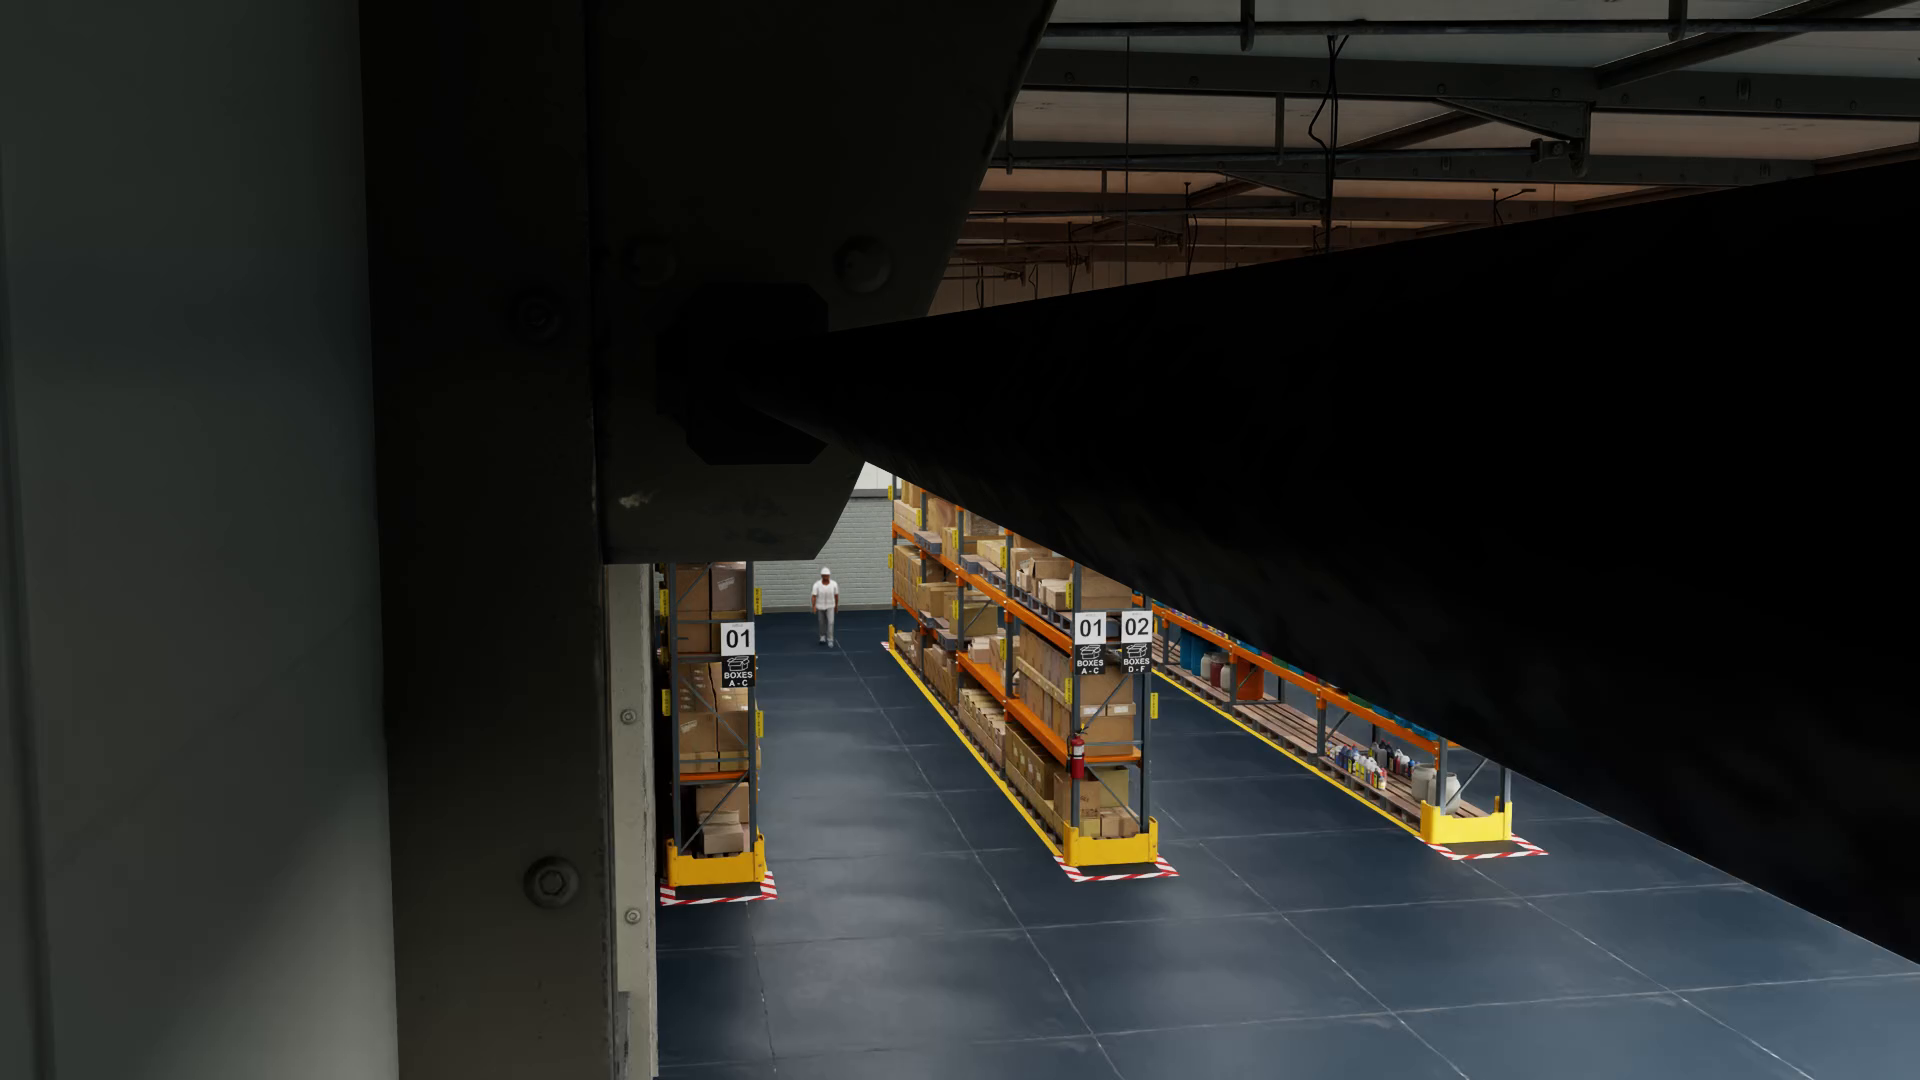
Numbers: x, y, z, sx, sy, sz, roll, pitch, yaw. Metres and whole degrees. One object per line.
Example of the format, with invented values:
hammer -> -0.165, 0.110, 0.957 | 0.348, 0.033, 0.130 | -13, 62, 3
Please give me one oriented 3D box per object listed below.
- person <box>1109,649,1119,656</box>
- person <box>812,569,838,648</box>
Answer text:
person -> 2.682, 1.908, 30.733 | 0.587, 1.643, 0.940 | 0, 6, -3
person -> -2.978, 1.485, 36.792 | 0.595, 1.704, 1.077 | -1, 6, -7
